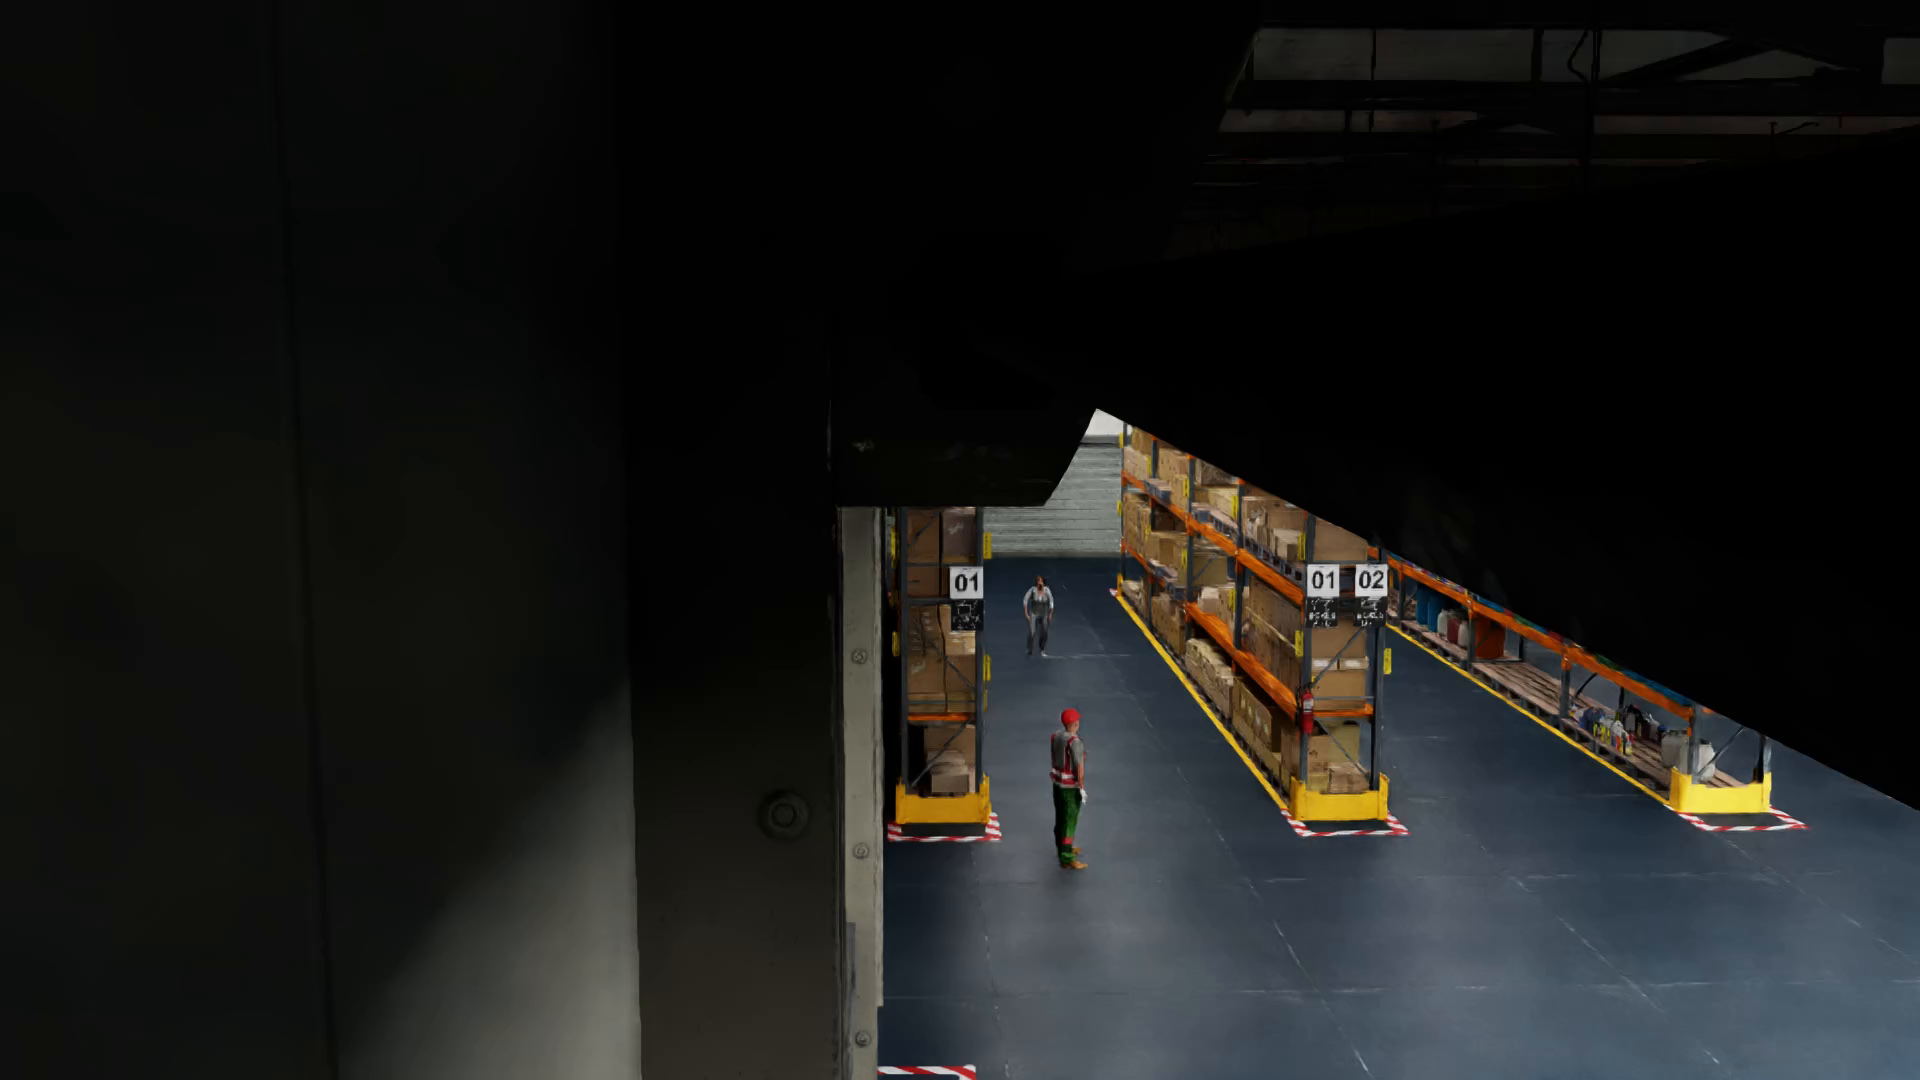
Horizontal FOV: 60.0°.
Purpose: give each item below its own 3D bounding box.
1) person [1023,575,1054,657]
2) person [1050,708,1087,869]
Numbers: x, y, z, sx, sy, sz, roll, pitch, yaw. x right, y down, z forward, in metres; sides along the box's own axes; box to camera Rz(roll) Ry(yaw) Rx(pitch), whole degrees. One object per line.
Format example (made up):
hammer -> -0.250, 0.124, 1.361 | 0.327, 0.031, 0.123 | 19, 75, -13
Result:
person -> 1.415, 1.363, 30.039 | 0.566, 1.541, 0.519 | -1, 8, -6
person -> 1.266, 2.781, 18.905 | 0.468, 1.794, 0.625 | -5, 9, -30
